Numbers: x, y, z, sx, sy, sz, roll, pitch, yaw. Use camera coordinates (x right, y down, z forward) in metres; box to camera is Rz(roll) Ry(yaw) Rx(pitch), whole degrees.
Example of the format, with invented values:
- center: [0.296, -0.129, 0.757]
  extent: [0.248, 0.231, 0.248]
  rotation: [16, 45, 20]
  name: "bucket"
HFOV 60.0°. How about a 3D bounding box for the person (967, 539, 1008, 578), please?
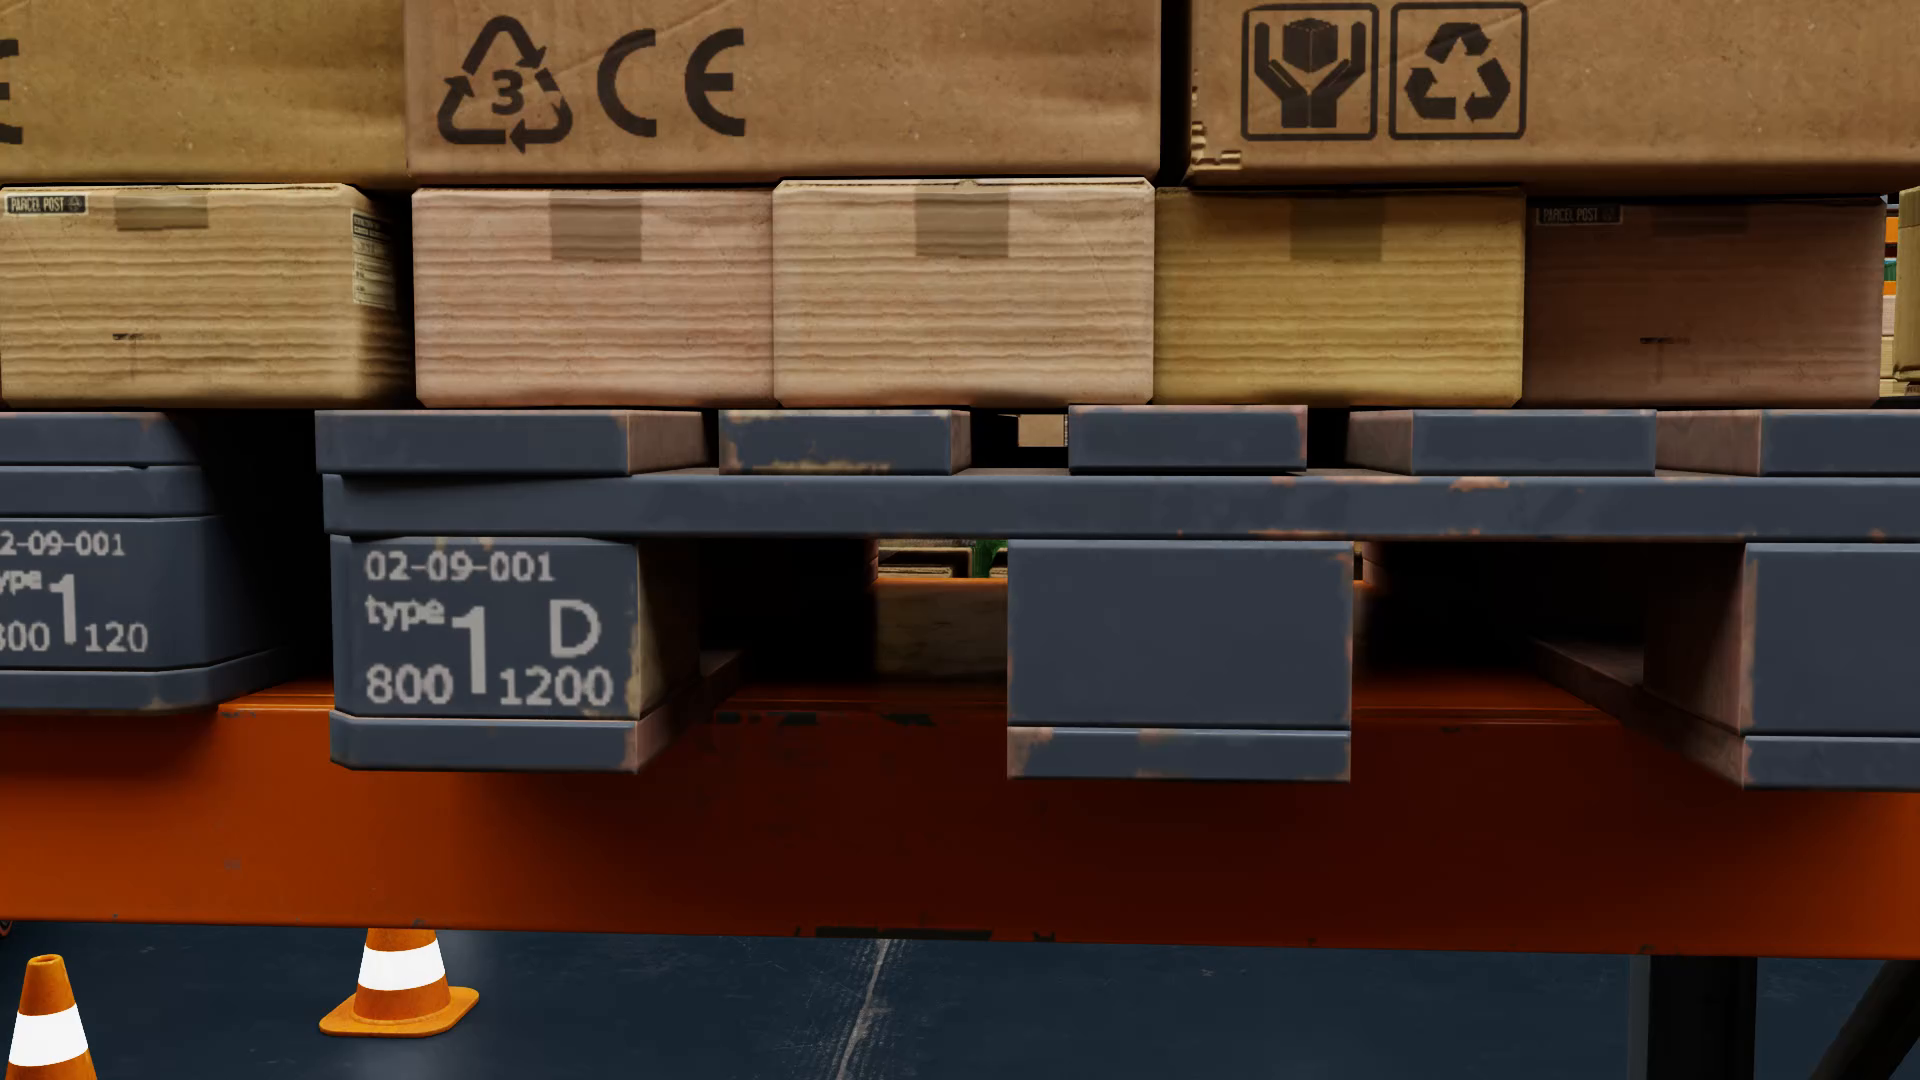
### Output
- center: [0.325, -0.101, 10.078]
  extent: [0.823, 1.776, 0.577]
  rotation: [1, 4, 12]
  name: "person"
